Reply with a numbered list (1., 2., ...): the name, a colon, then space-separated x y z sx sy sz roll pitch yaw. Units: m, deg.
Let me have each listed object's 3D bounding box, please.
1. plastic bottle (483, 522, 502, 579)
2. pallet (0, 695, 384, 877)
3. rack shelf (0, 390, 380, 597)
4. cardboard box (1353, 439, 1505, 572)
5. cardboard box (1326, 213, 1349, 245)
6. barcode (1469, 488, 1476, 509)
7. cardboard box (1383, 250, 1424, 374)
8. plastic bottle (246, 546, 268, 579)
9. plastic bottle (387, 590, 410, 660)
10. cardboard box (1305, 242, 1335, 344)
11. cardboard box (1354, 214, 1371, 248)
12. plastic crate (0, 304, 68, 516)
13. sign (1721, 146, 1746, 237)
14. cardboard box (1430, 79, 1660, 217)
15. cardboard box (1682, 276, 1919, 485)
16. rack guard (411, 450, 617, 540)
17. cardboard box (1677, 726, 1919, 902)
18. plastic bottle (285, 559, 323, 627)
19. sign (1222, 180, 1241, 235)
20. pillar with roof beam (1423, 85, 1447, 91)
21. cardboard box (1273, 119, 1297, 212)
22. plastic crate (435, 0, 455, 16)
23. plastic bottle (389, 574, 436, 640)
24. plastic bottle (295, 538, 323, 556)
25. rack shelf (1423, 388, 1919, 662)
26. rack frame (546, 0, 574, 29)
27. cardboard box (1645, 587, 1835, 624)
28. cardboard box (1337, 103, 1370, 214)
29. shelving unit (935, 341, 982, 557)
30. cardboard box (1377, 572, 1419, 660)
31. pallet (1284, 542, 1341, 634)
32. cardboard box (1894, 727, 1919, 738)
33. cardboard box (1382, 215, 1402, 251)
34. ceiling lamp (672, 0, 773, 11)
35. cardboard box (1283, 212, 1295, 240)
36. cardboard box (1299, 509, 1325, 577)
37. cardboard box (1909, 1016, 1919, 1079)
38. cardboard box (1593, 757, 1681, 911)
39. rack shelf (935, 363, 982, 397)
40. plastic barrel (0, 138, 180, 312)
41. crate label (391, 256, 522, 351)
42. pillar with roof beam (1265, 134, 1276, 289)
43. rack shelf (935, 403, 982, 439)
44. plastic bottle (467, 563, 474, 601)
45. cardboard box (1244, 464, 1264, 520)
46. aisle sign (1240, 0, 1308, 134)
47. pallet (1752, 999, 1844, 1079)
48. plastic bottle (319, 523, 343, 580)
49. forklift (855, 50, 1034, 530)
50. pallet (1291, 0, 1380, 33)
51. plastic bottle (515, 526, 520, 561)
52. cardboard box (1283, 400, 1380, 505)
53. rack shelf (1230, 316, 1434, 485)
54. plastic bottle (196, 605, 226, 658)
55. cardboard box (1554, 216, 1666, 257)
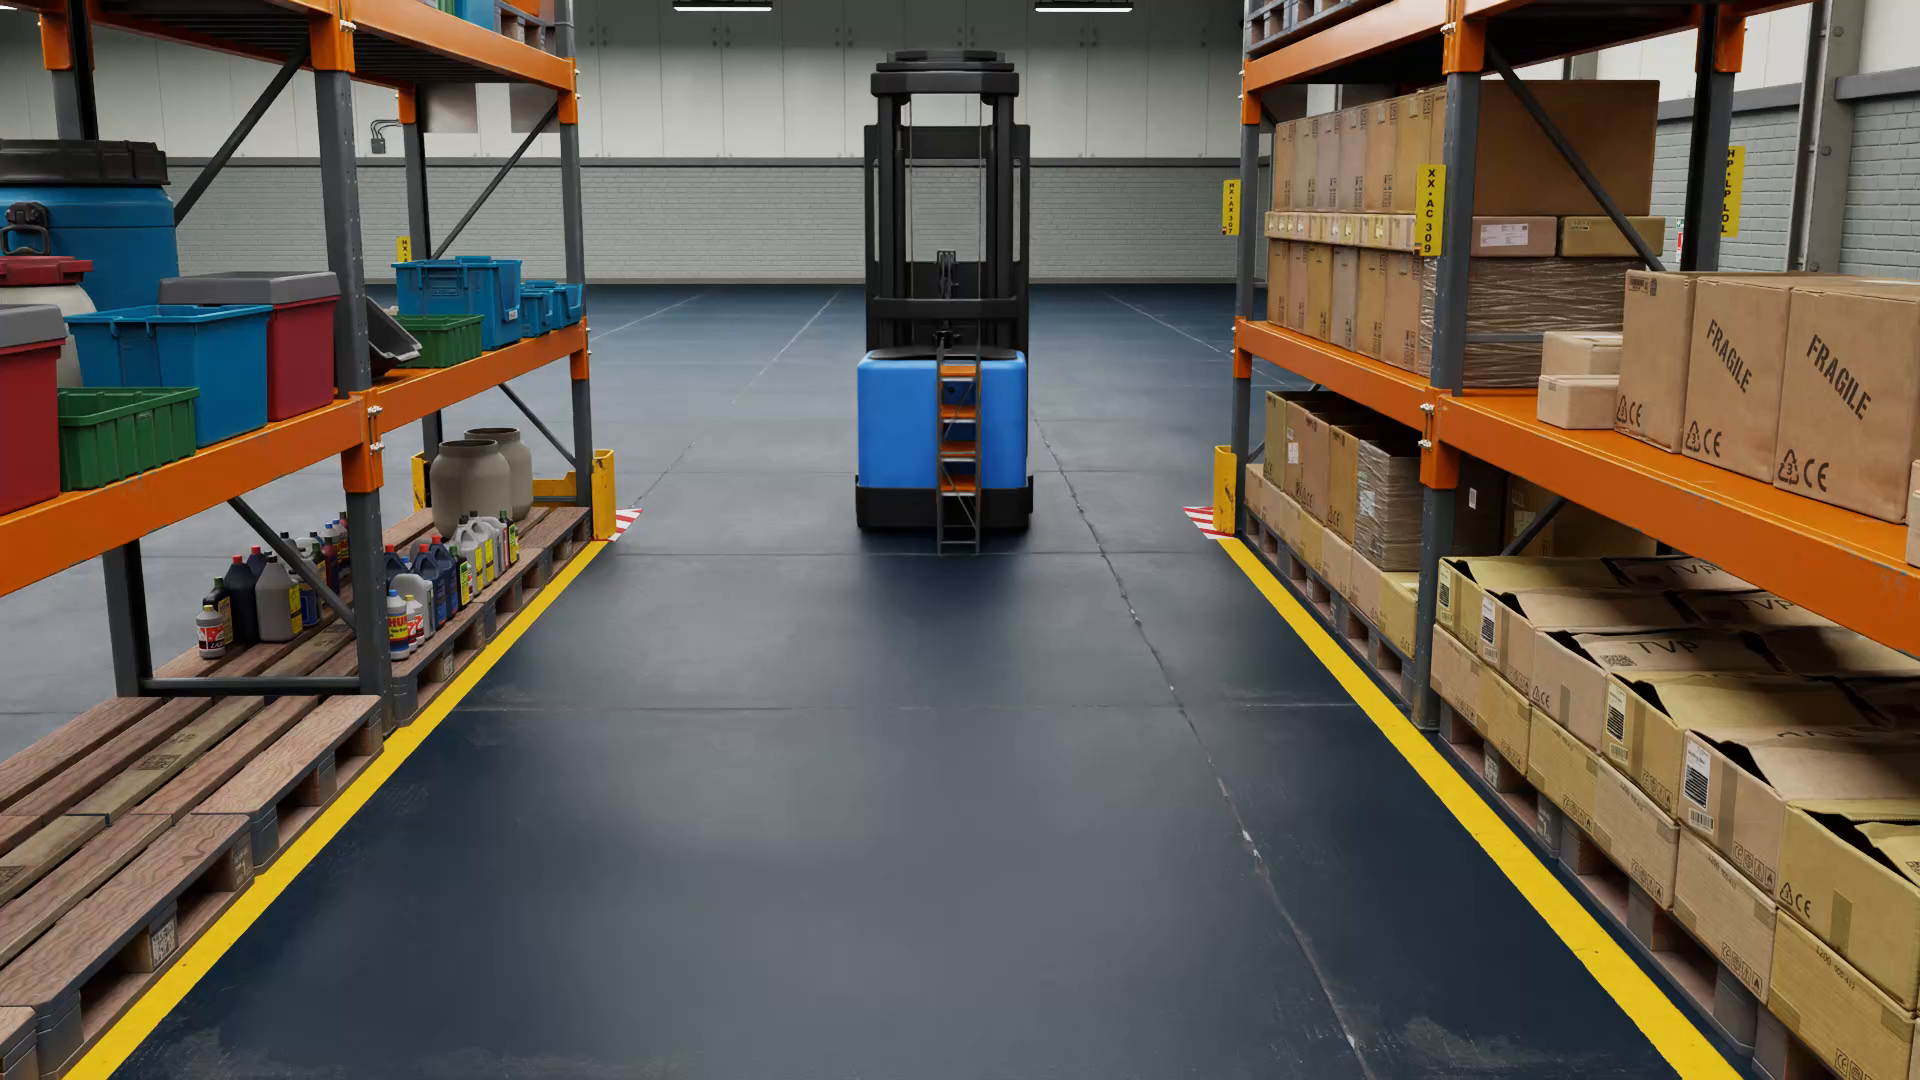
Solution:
1. plastic bottle: -2.309 0.042 8.051 0.152 0.276 0.135 -1 11 -3
2. pallet: -2.629 0.800 5.587 1.003 0.211 1.213 0 11 -1
3. rack shelf: -2.642 0.027 4.190 1.077 0.370 4.000 0 11 -1
4. cardboard box: 2.042 -0.159 7.272 0.500 0.500 0.500 0 11 -1
5. cardboard box: 2.010 -1.520 8.125 0.380 0.149 0.250 0 11 -1
6. barcode: 1.858 -0.151 6.026 0.001 0.075 0.075 0 11 -1
7. cardboard box: 2.236 -0.985 7.116 0.700 0.500 0.500 0 11 -2
8. plastic bottle: -2.989 0.195 7.111 0.144 0.351 0.185 -1 11 -4
9. plastic bottle: -2.252 0.333 6.627 0.097 0.271 0.097 0 11 0
10. cardboard box: 2.203 -1.291 8.626 0.700 0.500 0.500 0 11 -1
11. cardboard box: 2.170 -1.592 5.181 0.703 1.460 4.934 0 11 0
12. plastic crate: -2.328 -0.282 3.742 0.402 0.464 0.583 0 11 -1
13. sign: 2.811 -1.275 6.088 0.100 0.325 0.005 0 11 -1
14. cardboard box: 2.253 -1.516 6.471 0.700 0.500 0.500 0 11 -1
15. cardboard box: 2.290 -0.435 4.405 0.500 0.500 0.500 0 11 -1
16. rack guard: -2.718 -0.278 10.173 1.175 0.500 0.348 0 11 -1
17. cardboard box: 2.069 0.613 3.944 0.500 0.311 0.500 0 11 -2
18. plastic bottle: -2.841 0.226 7.146 0.152 0.276 0.135 0 11 -1
19. sign: 1.631 -2.000 9.995 0.100 0.325 0.005 0 11 -1
20. pillar with roof beam: 3.342 -7.924 26.483 9.100 9.000 0.400 0 11 -1
21. cardboard box: 2.184 -2.119 9.446 0.700 0.500 0.500 0 11 -1
22. plastic crate: -2.444 -2.404 7.353 0.336 0.188 0.450 0 11 -1
23. plastic bottle: -2.286 0.267 6.943 0.152 0.276 0.135 0 11 1
24. plastic bottle: -2.995 0.135 7.594 0.152 0.276 0.135 0 11 0
25. rack shelf: 2.310 0.008 4.287 1.077 0.370 4.000 0 11 -1
26. rack frame: -2.766 -4.458 9.401 1.000 3.000 0.127 0 11 -1
27. cardboard box: 2.581 0.307 5.450 0.500 0.311 0.500 0 11 0
28. cardboard box: 2.222 -1.815 7.946 0.700 0.500 0.500 0 11 -1
29. shelving unit: -0.004 -0.543 9.717 0.258 1.200 0.503 0 11 1
30. cardboard box: 2.041 0.308 6.857 0.500 0.250 0.500 0 11 -1
31. pallet: 2.266 0.223 8.431 1.003 0.211 1.213 0 11 -1
32. cardboard box: 2.607 0.608 3.965 0.500 0.311 0.500 -1 11 -3
33. cardboard box: 2.031 -1.316 7.119 0.380 0.149 0.250 0 11 -1
34. ceiling lamp: -4.820 -12.369 33.713 2.000 3.185 0.800 0 11 -1
35. cardboard box: 1.991 -1.724 9.128 0.380 0.149 0.250 0 11 -1
36. cardboard box: 2.004 0.010 8.326 0.500 0.250 0.500 0 11 -1
37. cardboard box: 2.097 1.091 2.998 0.500 0.250 0.500 0 11 0
38. cardboard box: 2.062 0.786 4.500 0.500 0.250 0.500 0 11 0
39. rack shelf: -0.004 -0.928 9.639 0.258 0.148 0.480 0 11 1
40. plastic barrel: -2.979 -0.891 5.644 0.600 0.901 0.708 0 11 -1
41. crate label: -2.458 -1.171 8.196 0.502 0.435 0.616 0 11 -1
42. pillar with roof beam: 3.094 -10.309 38.241 9.100 9.000 0.548 0 11 -1
43. rack shelf: -0.004 -0.696 9.686 0.258 0.148 0.480 0 11 1
44. plastic bottle: -2.272 0.177 7.575 0.097 0.201 0.097 0 11 0
45. cardboard box: 1.975 -0.288 9.796 0.500 0.250 0.500 0 11 -1
46. aisle sign: 1.878 -2.824 9.894 0.394 0.787 0.004 0 11 -1
47. pallet: 2.373 1.255 3.340 1.003 0.211 1.213 0 11 -1
48. plastic bottle: -3.031 0.053 8.009 0.097 0.271 0.097 0 11 0
49. forklift: -1.130 -1.657 8.923 3.137 3.703 7.740 0 11 1
50. pallet: 2.203 -2.581 7.913 1.003 0.211 1.213 0 11 -1
51. plastic bottle: -2.290 0.001 8.442 0.097 0.201 0.097 0 11 0
52. cardboard box: 2.010 -0.457 8.742 0.500 0.500 0.500 0 11 -1
53. rack shelf: 2.227 -0.788 8.206 1.077 0.370 4.000 0 11 -1
54. plastic bottle: -3.003 0.362 6.662 0.097 0.201 0.097 0 11 0
55. cardboard box: 2.457 -1.164 6.368 0.380 0.149 0.250 0 11 -1
